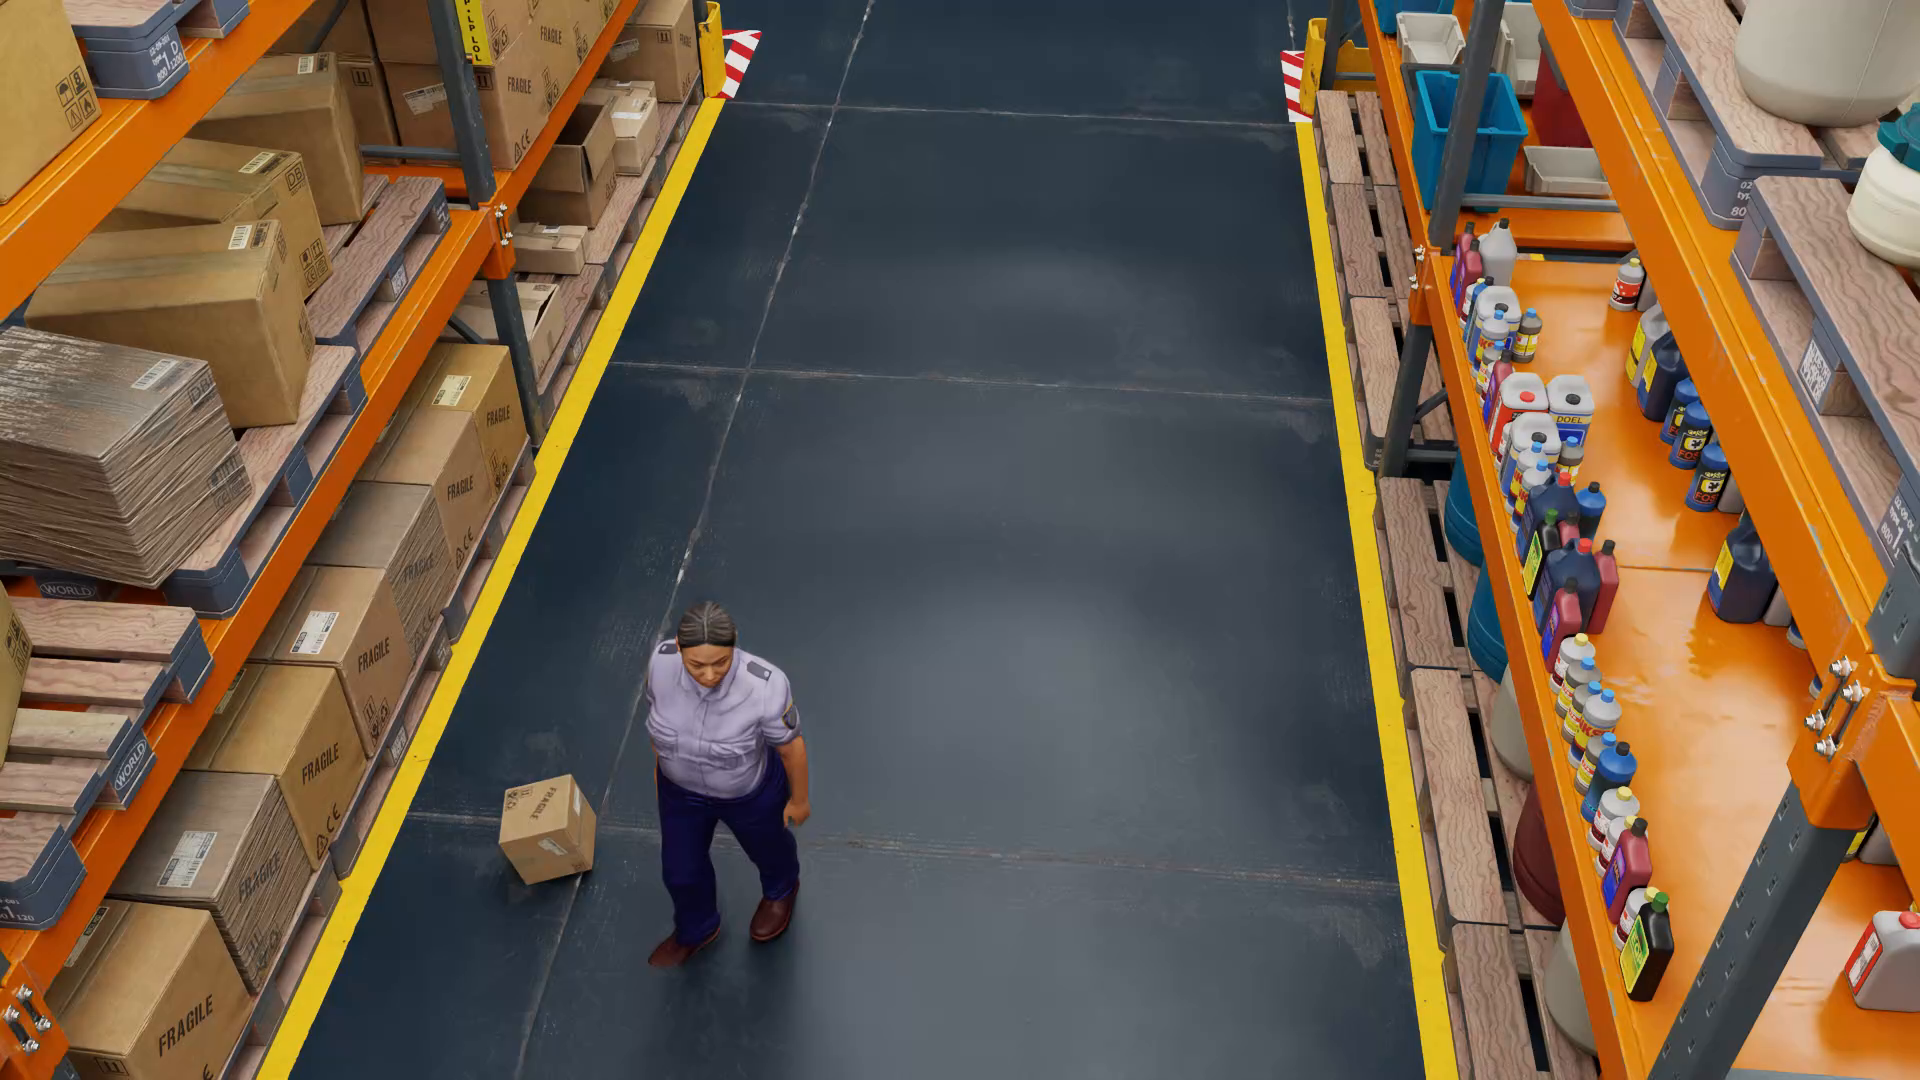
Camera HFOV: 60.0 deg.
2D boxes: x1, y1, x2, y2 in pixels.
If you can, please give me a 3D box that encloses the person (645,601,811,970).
[{"bbox_3d":[-0.746,0.765,5.306,0.596,1.703,0.493,10,41,11],"label":"person"}]
